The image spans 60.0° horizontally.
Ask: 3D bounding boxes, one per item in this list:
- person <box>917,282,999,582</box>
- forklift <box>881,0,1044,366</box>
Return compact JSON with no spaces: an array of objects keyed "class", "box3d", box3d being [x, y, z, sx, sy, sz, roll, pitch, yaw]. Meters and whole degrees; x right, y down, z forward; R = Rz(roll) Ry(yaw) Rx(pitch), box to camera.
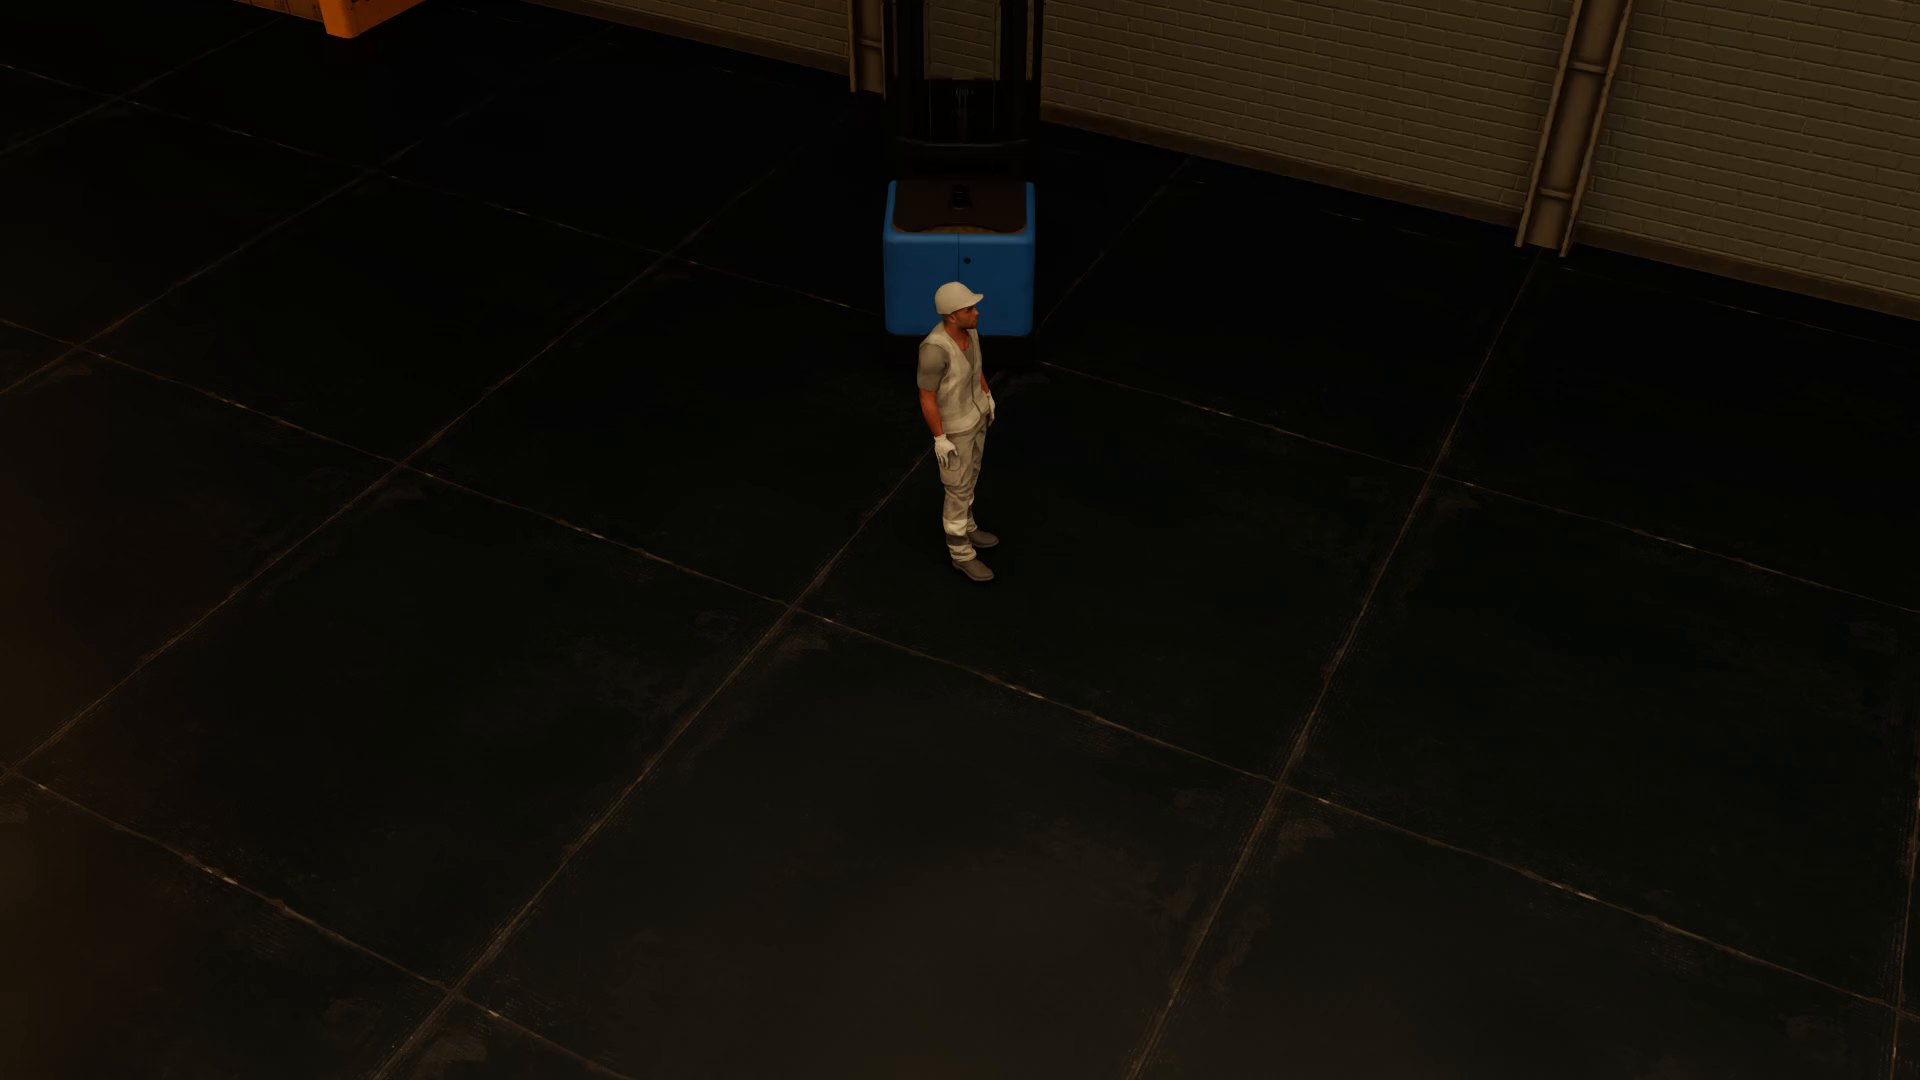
[{"class":"person","box3d":[0.065,-0.659,9.644,0.563,1.788,0.638,18,43,21]},{"class":"forklift","box3d":[0.028,-3.259,11.856,1.130,2.935,3.031,1,40,1]}]
